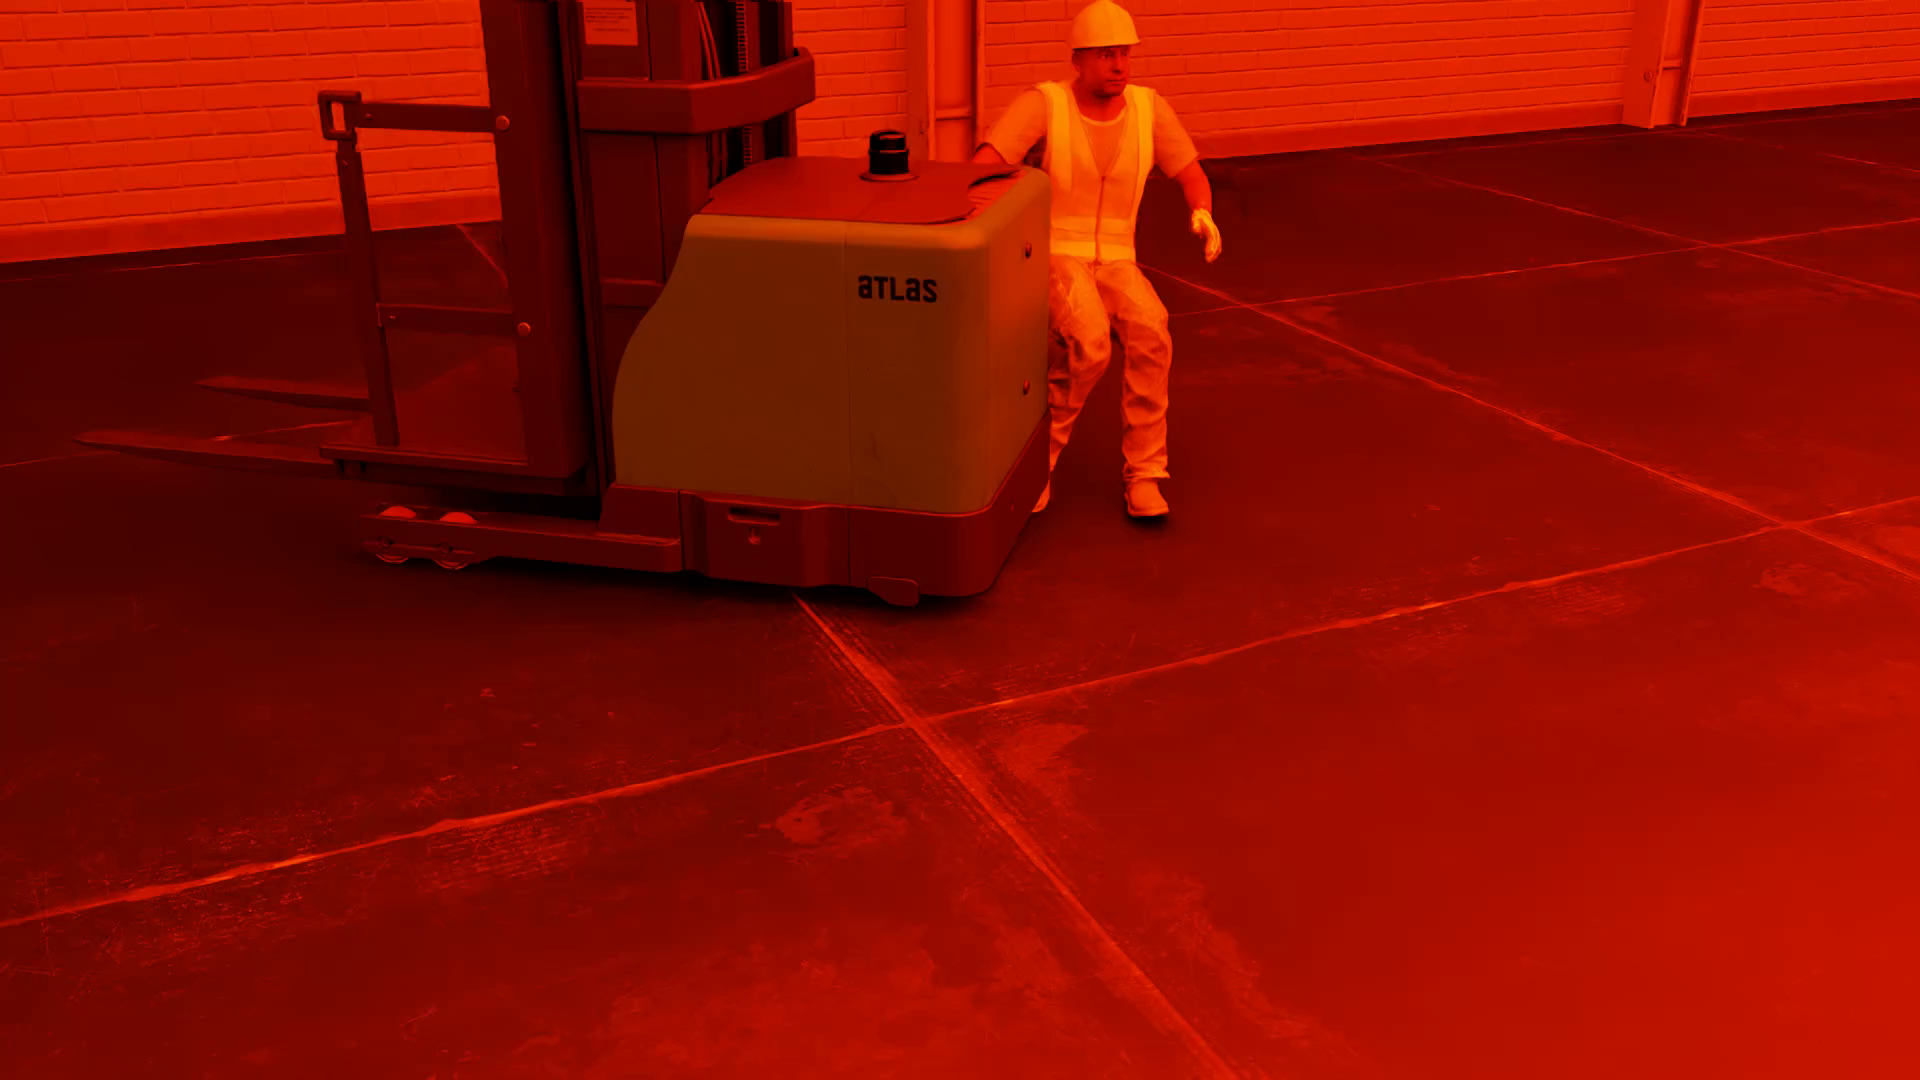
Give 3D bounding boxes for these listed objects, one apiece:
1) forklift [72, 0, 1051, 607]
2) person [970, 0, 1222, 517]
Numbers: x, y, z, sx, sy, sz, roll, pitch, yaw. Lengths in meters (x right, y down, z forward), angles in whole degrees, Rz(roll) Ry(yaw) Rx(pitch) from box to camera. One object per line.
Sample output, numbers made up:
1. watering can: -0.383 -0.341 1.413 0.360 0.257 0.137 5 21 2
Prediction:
1. forklift: -1.284 -1.456 4.790 3.031 2.935 1.130 5 23 13
2. person: 0.501 -0.886 5.296 0.841 1.558 0.880 -10 25 -23
